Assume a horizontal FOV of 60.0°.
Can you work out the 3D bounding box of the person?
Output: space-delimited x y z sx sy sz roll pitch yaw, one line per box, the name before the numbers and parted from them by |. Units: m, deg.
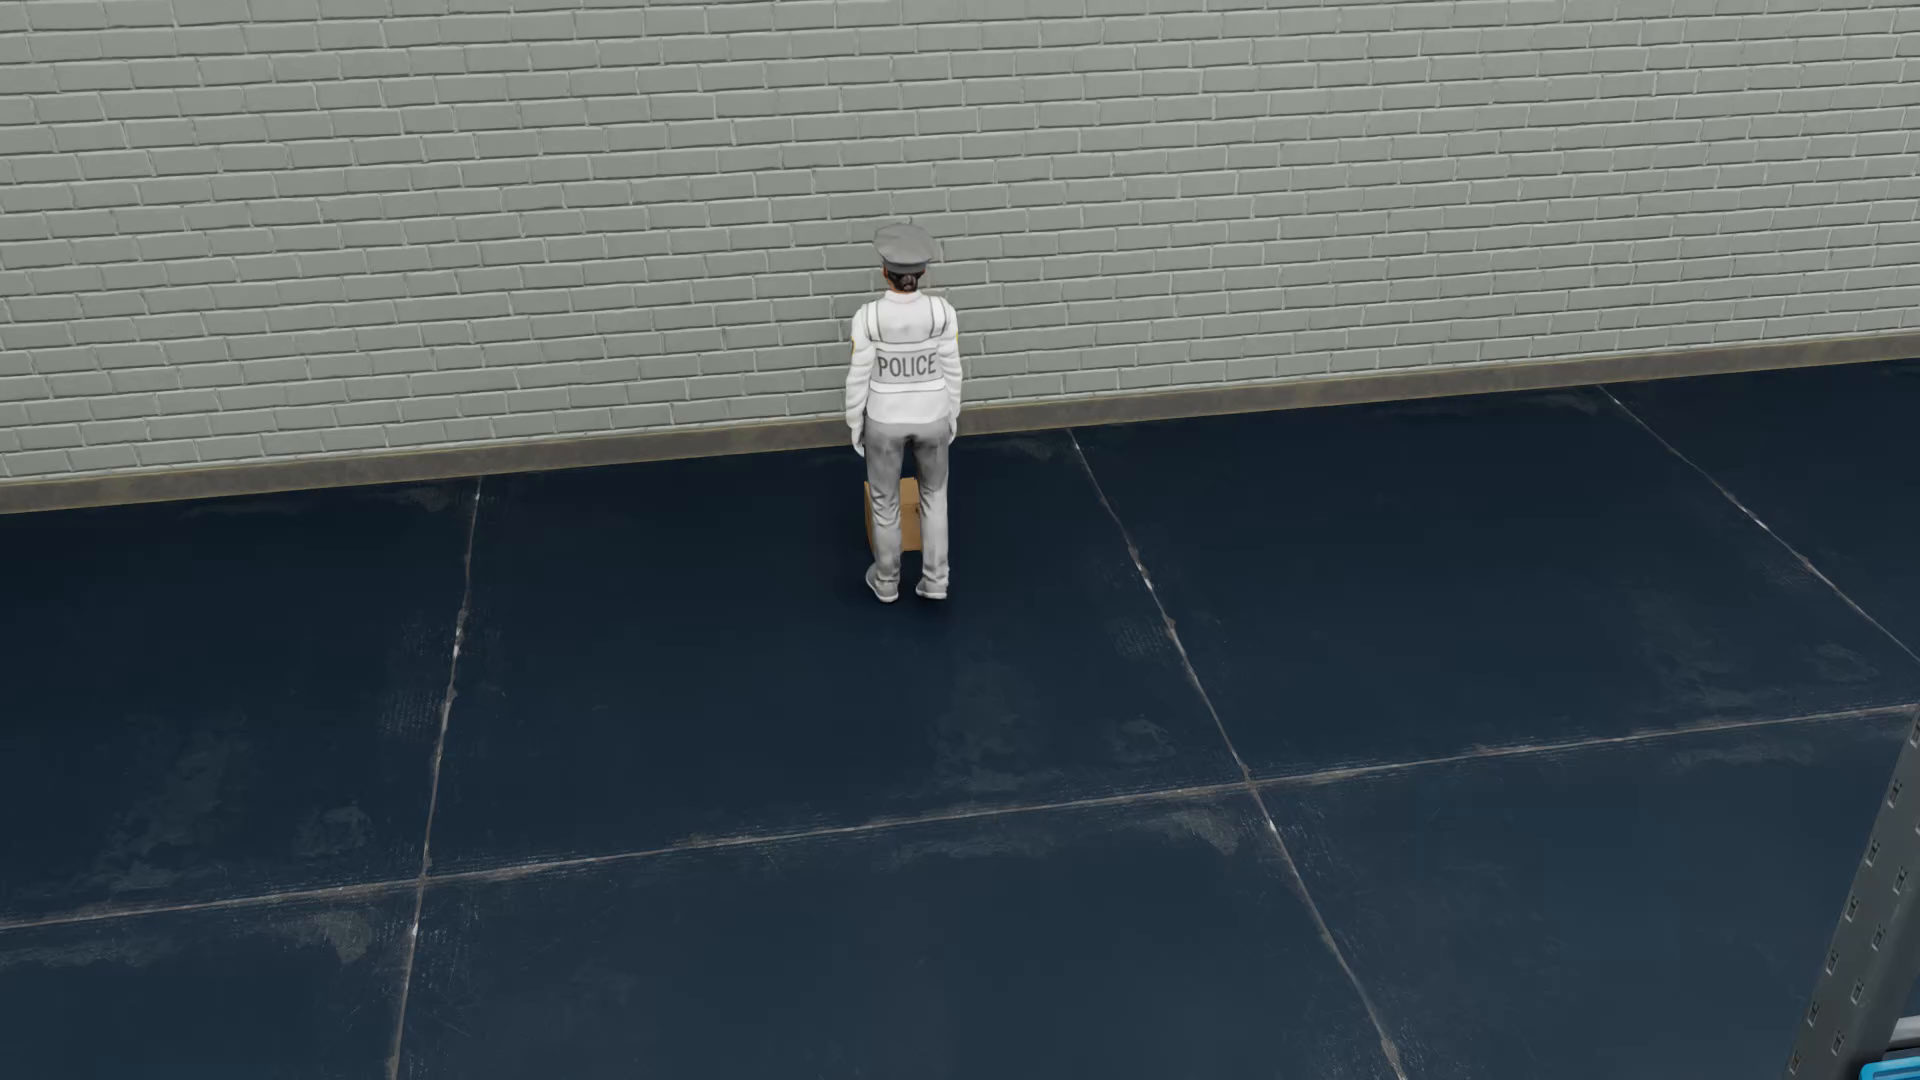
person | -0.233 -0.484 6.922 0.482 1.700 0.392 -5 31 -8
